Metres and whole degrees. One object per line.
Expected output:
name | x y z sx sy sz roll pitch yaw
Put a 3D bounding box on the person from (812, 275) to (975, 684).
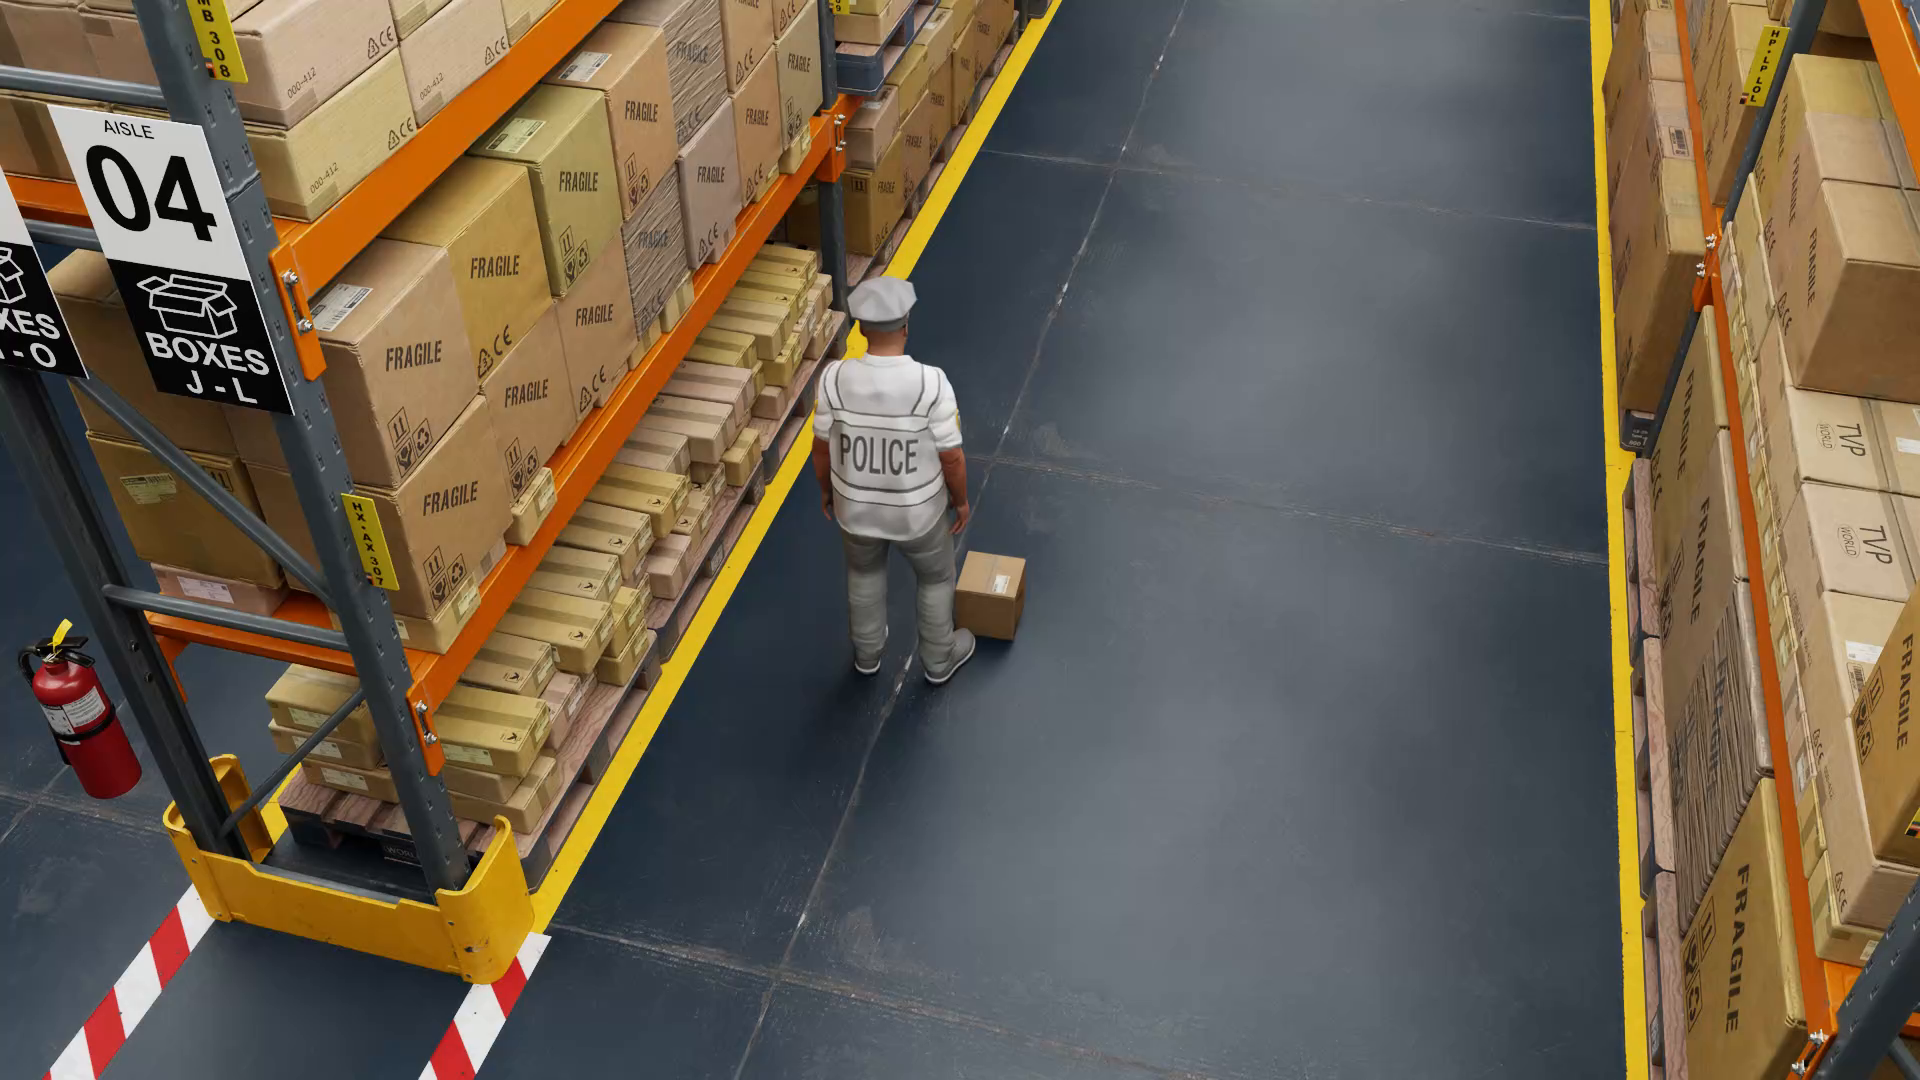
person | -0.255 -0.153 6.331 0.595 1.746 0.440 7 41 8
